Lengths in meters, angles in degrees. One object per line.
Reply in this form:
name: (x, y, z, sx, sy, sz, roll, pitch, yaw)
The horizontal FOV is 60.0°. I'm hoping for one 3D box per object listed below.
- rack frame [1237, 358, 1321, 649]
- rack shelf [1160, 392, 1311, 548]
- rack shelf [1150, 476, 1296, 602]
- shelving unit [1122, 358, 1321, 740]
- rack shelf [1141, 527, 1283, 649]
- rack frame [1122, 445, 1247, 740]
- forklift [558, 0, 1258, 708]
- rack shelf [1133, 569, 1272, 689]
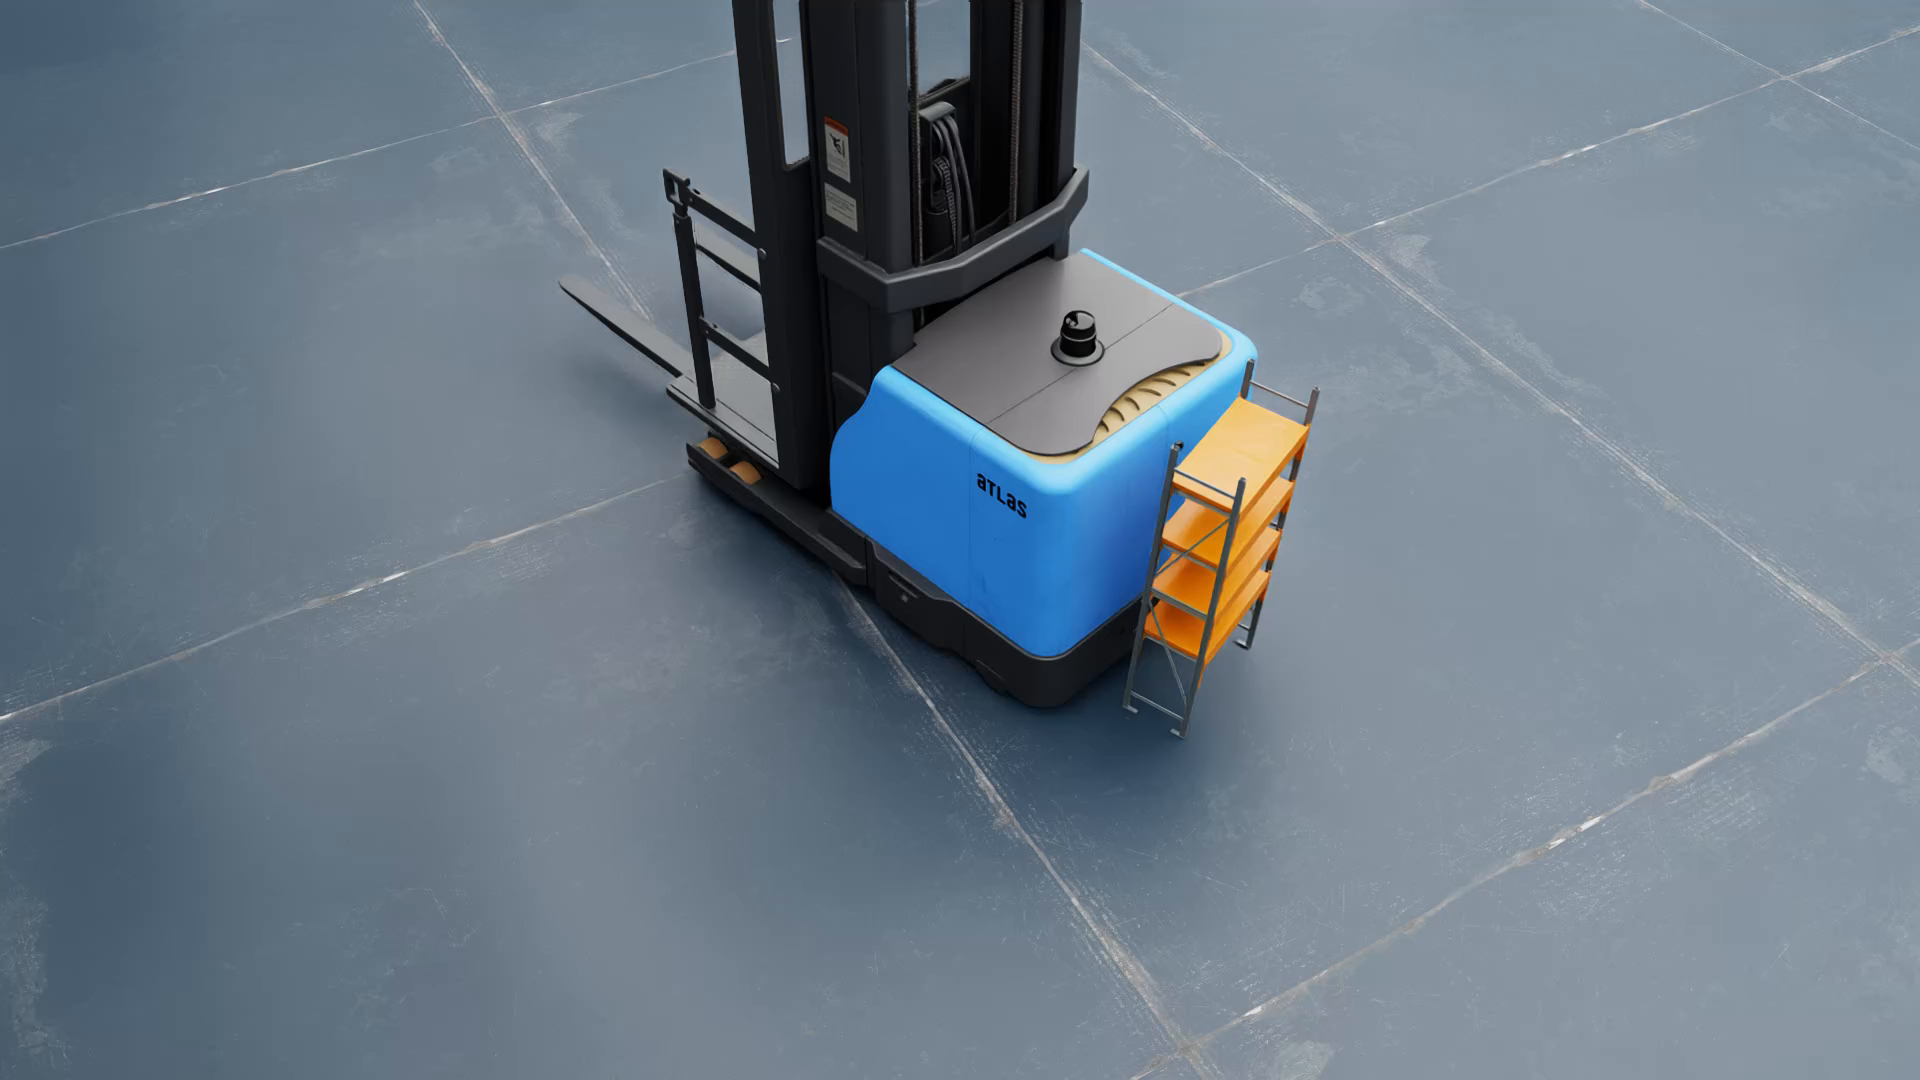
rack frame: (0.953, -0.086, 5.467, 0.240, 1.200, 0.015, 27, 50, 21)
rack shelf: (0.836, -0.218, 5.039, 0.258, 0.148, 0.480, 27, 50, 21)
rack shelf: (0.825, -0.053, 5.209, 0.258, 0.148, 0.480, 27, 50, 21)
shelving unit: (0.818, 0.055, 5.321, 0.258, 1.200, 0.503, 27, 50, 21)
rack shelf: (0.814, 0.102, 5.370, 0.258, 0.148, 0.480, 27, 50, 21)
rack frame: (0.682, 0.197, 5.176, 0.240, 1.200, 0.015, 27, 50, 21)
forklift: (-0.411, -1.414, 5.602, 1.130, 2.935, 3.031, -35, 54, -30)
rack shelf: (0.805, 0.240, 5.512, 0.258, 0.148, 0.480, 27, 50, 21)
